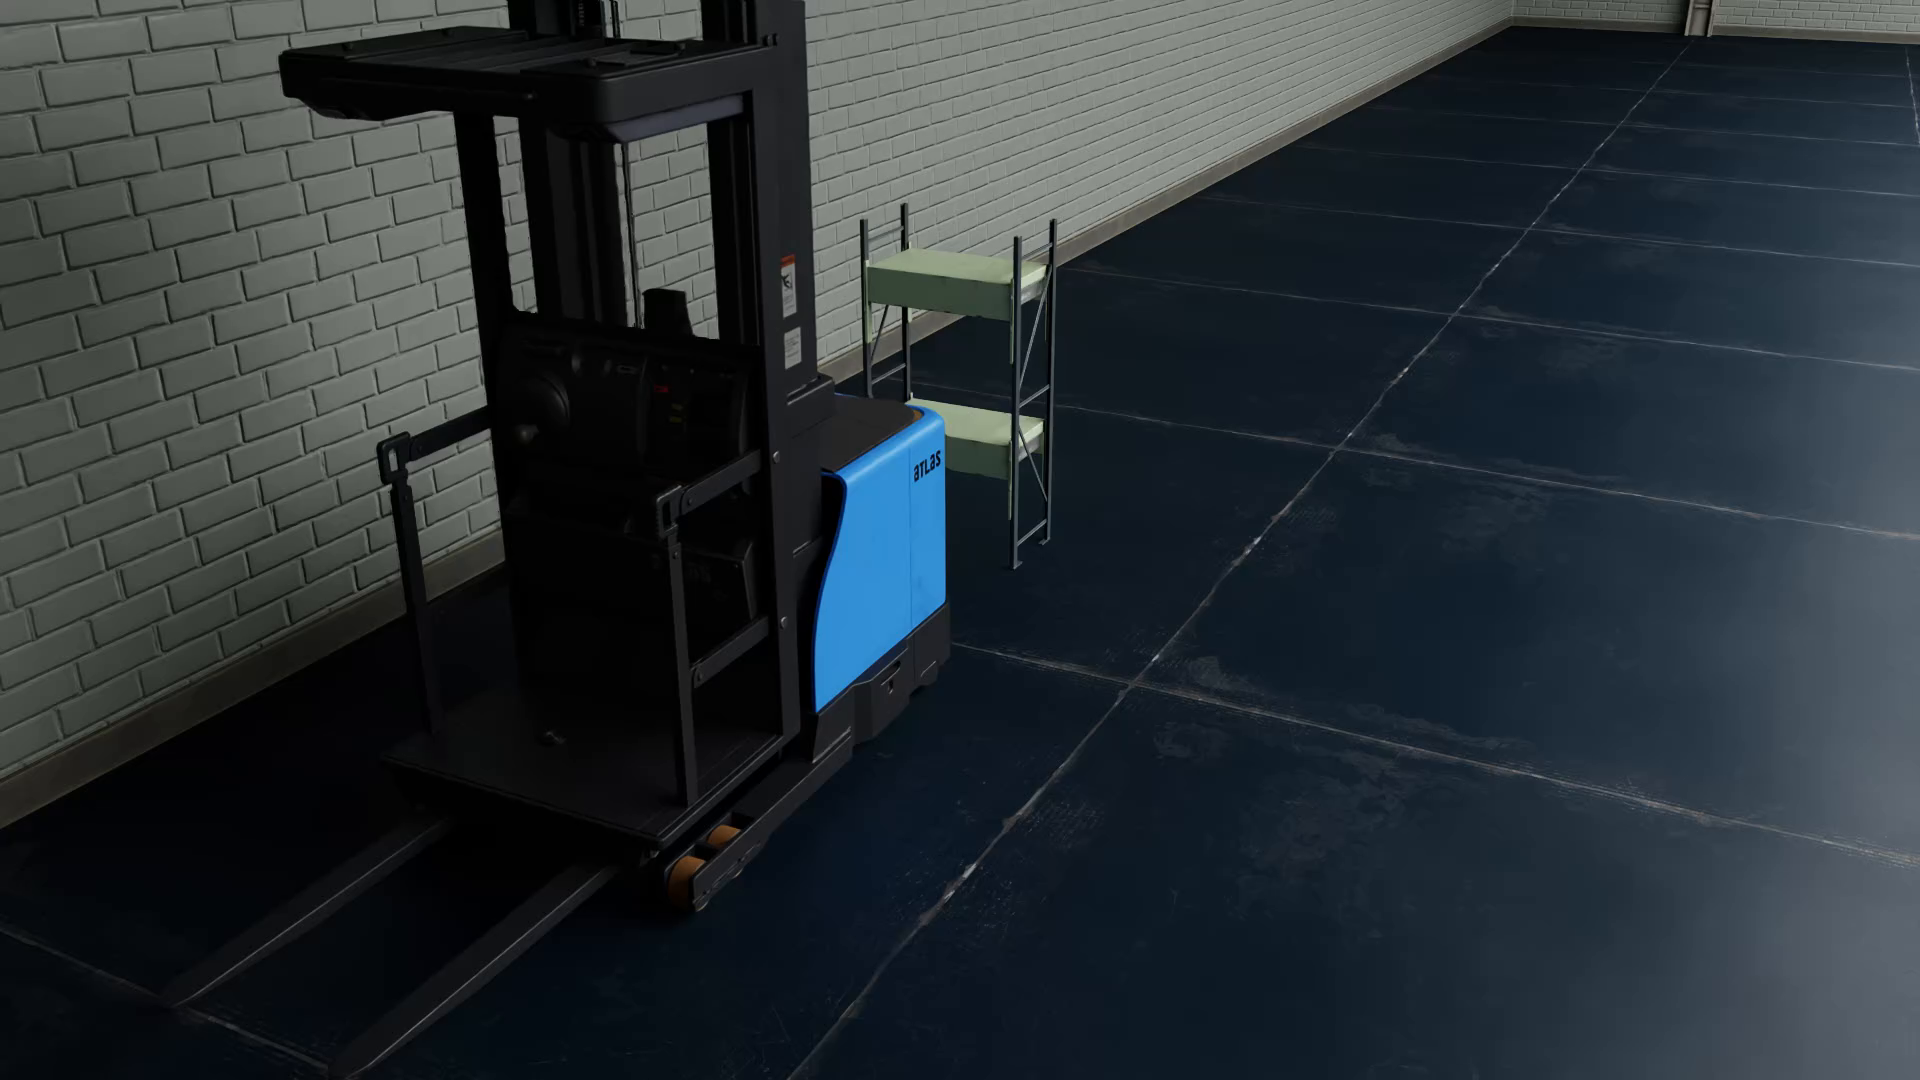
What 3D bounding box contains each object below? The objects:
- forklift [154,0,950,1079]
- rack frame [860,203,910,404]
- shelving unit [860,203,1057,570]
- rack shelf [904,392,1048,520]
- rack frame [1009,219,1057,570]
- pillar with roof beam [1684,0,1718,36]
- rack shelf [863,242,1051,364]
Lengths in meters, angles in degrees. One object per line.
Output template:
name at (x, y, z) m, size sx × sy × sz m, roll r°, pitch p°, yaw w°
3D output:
forklift at (-1.142, -0.410, 4.969) m, size 1.130 × 2.935 × 3.031 m, roll 11°, pitch 25°, yaw 24°
rack frame at (-0.333, -0.756, 7.611) m, size 0.023 × 1.500 × 0.400 m, roll 11°, pitch 25°, yaw 25°
shelving unit at (-0.006, -0.691, 7.459) m, size 0.755 × 1.500 × 0.431 m, roll 11°, pitch 25°, yaw 25°
rack shelf at (-0.006, -0.391, 7.587) m, size 0.720 × 0.370 × 0.431 m, roll 11°, pitch 25°, yaw 25°
rack frame at (0.321, -0.627, 7.307) m, size 0.023 × 1.500 × 0.400 m, roll 11°, pitch 25°, yaw 25°
pillar with roof beam at (10.091, -10.875, 21.823) m, size 0.400 × 9.000 × 9.100 m, roll 11°, pitch 25°, yaw 25°
rack shelf at (-0.006, -1.050, 7.307) m, size 0.720 × 0.370 × 0.431 m, roll 11°, pitch 25°, yaw 25°
